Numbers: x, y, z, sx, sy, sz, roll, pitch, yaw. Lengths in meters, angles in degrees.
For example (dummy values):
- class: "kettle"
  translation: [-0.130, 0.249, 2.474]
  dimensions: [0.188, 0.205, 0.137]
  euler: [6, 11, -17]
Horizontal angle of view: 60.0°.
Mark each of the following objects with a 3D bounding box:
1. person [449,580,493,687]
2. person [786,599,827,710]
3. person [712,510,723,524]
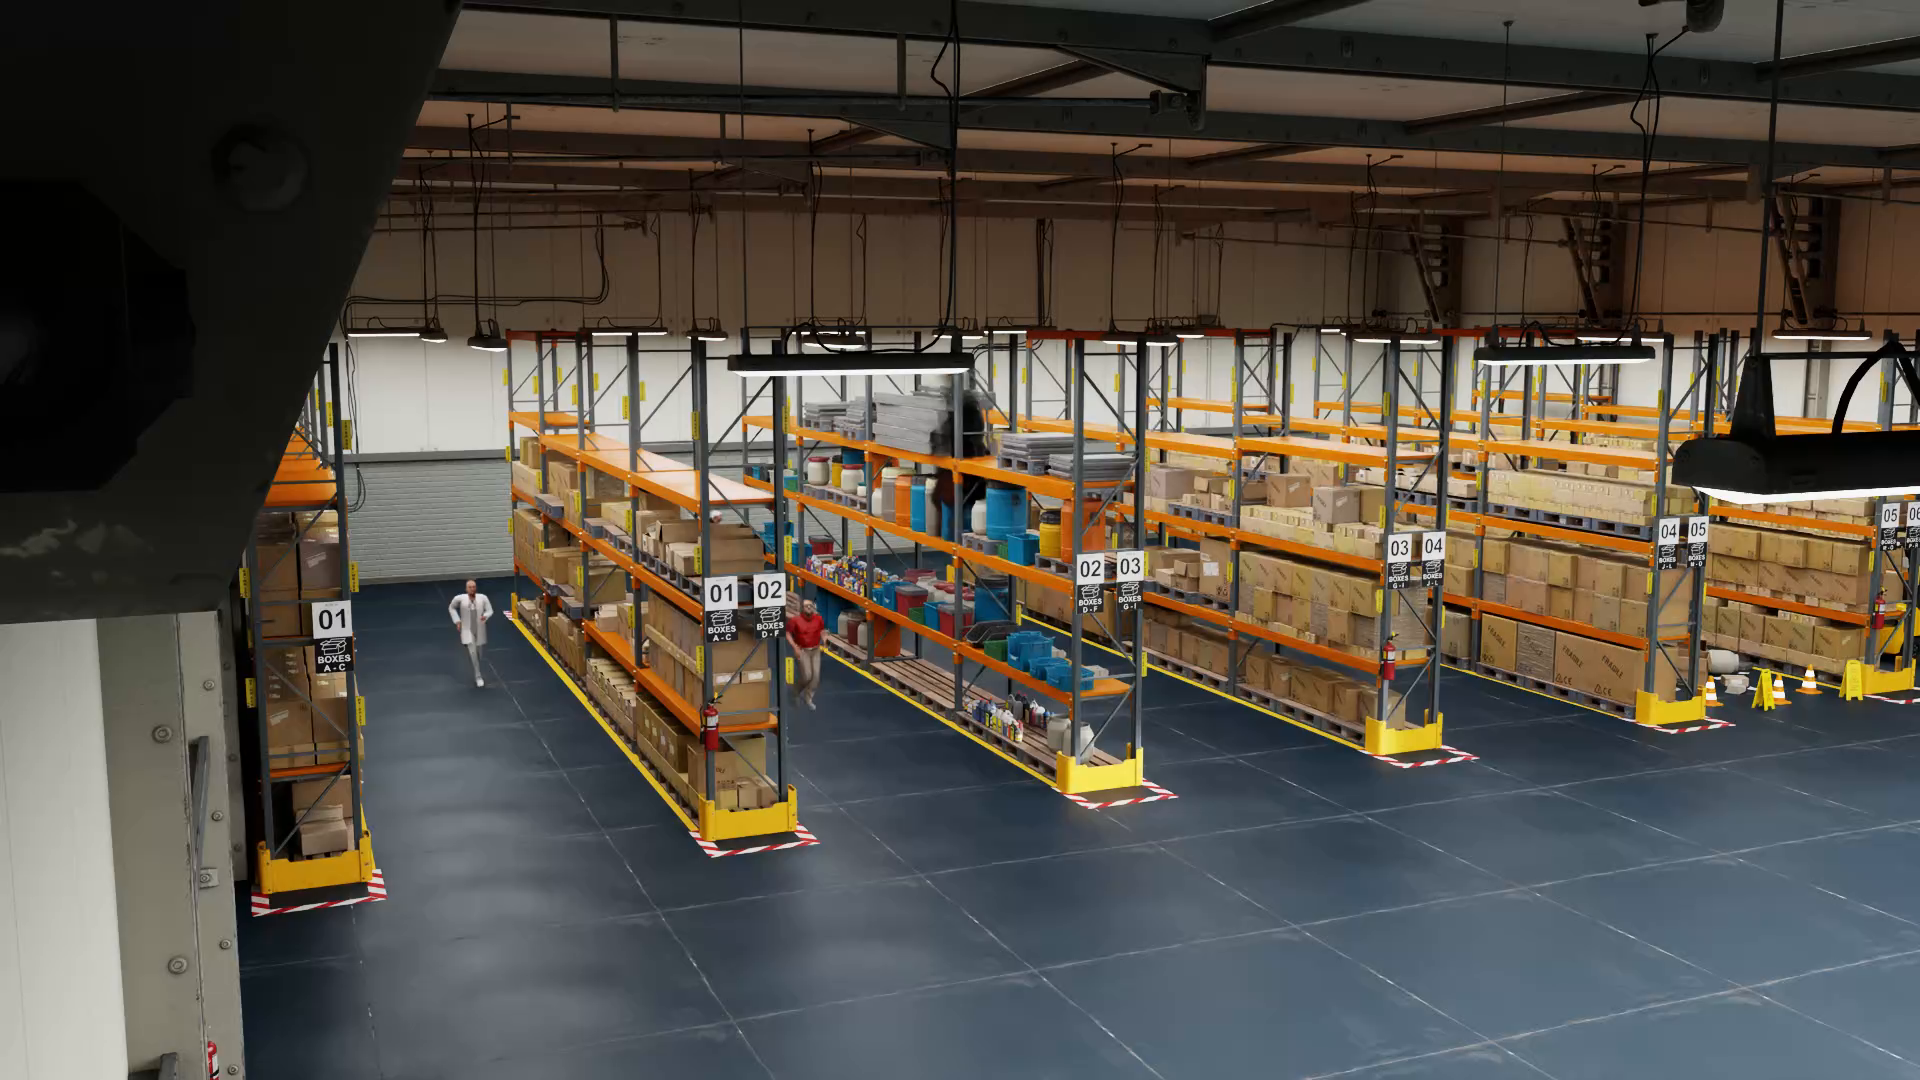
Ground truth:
- class: "person"
  translation: [-8.369, 1.567, 28.542]
  dimensions: [0.716, 1.784, 0.962]
  euler: [-4, 9, -25]
- class: "person"
  translation: [-2.318, 1.753, 25.522]
  dimensions: [0.653, 1.709, 0.572]
  euler: [-5, 9, -30]
- class: "person"
  translation: [-5.757, 0.179, 38.981]
  dimensions: [0.764, 1.775, 0.910]
  euler: [0, 8, 3]
